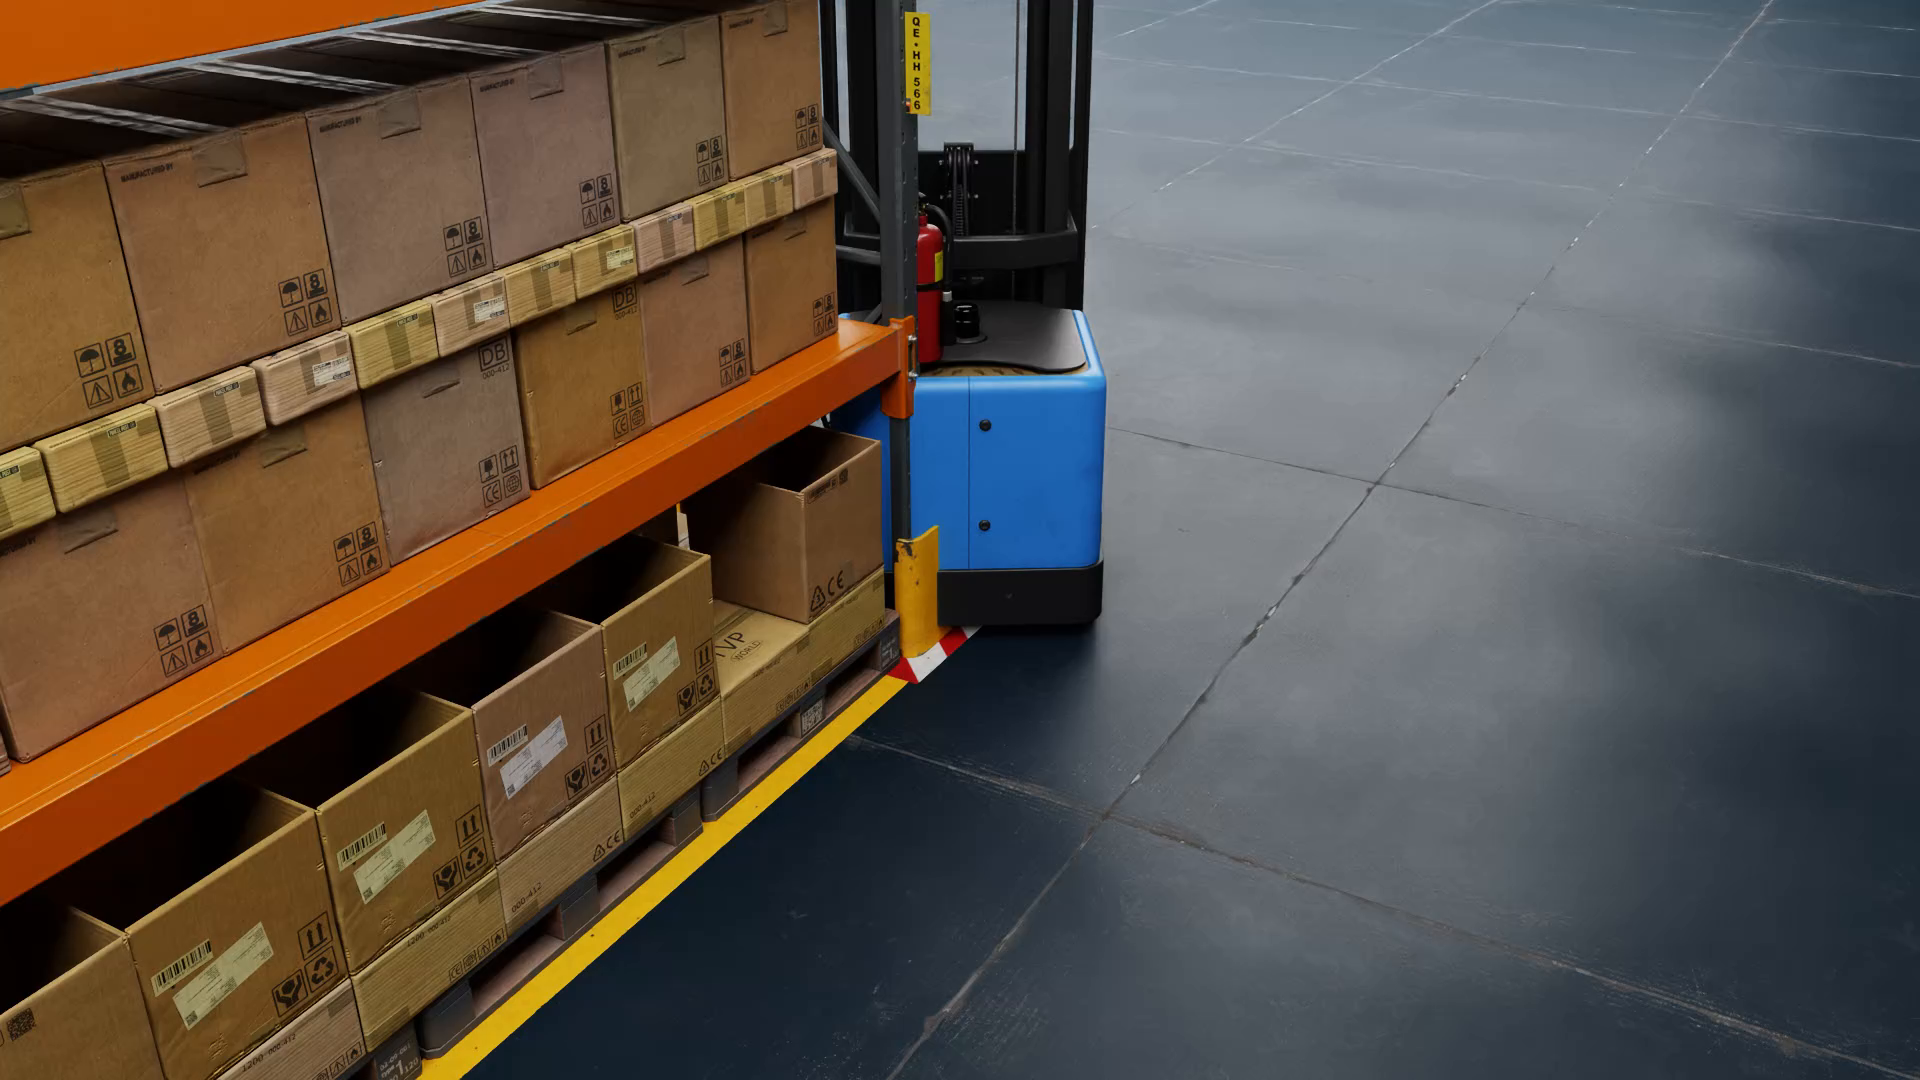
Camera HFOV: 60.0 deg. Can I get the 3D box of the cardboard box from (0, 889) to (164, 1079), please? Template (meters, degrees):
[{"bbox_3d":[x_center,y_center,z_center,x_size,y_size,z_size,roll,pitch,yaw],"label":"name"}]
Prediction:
[{"bbox_3d":[-2.073,1.088,3.491,0.500,0.500,0.500,14,30,26],"label":"cardboard box"}]

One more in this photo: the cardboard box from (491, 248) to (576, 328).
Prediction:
[{"bbox_3d":[-1.264,-0.705,4.470,0.380,0.149,0.250,15,30,27],"label":"cardboard box"}]

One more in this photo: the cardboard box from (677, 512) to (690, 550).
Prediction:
[{"bbox_3d":[-1.064,0.136,6.230,0.500,0.250,0.500,14,30,26],"label":"cardboard box"}]

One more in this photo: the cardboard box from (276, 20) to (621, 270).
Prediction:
[{"bbox_3d":[-1.375,-1.088,4.512,0.700,0.500,0.500,14,30,26],"label":"cardboard box"}]

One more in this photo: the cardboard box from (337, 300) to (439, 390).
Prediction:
[{"bbox_3d":[-1.514,-0.508,4.078,0.380,0.149,0.250,14,30,26],"label":"cardboard box"}]

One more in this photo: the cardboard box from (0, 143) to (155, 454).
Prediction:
[{"bbox_3d":[-2.114,-0.503,3.343,0.700,0.500,0.500,14,30,26],"label":"cardboard box"}]

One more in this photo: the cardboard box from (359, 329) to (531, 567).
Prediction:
[{"bbox_3d":[-1.606,-0.327,4.441,0.700,0.500,0.500,15,30,28],"label":"cardboard box"}]

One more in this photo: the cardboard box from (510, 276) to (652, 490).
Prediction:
[{"bbox_3d":[-1.351,-0.533,4.853,0.700,0.500,0.500,14,30,26],"label":"cardboard box"}]

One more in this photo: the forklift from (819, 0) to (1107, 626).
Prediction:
[{"bbox_3d":[-0.024,-1.591,7.155,1.130,2.935,3.031,-1,27,-2],"label":"forklift"}]

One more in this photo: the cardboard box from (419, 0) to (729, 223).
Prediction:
[{"bbox_3d":[-1.127,-1.285,4.904,0.700,0.500,0.500,13,30,25],"label":"cardboard box"}]

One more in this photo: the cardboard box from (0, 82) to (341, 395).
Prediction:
[{"bbox_3d":[-1.867,-0.698,3.733,0.700,0.500,0.500,14,30,26],"label":"cardboard box"}]

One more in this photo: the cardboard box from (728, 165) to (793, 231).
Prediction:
[{"bbox_3d":[-0.756,-1.107,5.275,0.380,0.149,0.250,15,30,27],"label":"cardboard box"}]

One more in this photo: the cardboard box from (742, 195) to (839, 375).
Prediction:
[{"bbox_3d":[-0.847,-0.931,5.648,0.700,0.500,0.500,14,30,26],"label":"cardboard box"}]

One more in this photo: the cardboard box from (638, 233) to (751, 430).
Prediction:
[{"bbox_3d":[-1.101,-0.726,5.237,0.700,0.500,0.500,15,30,27],"label":"cardboard box"}]

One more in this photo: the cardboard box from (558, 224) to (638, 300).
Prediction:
[{"bbox_3d":[-1.136,-0.808,4.676,0.380,0.149,0.250,15,30,28],"label":"cardboard box"}]

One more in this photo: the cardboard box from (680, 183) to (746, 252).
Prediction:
[{"bbox_3d":[-0.882,-1.008,5.076,0.380,0.149,0.250,14,30,25],"label":"cardboard box"}]

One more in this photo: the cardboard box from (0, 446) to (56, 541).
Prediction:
[{"bbox_3d":[-2.024,-0.103,3.268,0.380,0.149,0.250,13,30,25],"label":"cardboard box"}]

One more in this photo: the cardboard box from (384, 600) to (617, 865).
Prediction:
[{"bbox_3d":[-1.337,0.503,4.660,0.500,0.500,0.500,14,30,26],"label":"cardboard box"}]

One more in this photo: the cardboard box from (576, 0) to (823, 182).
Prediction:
[{"bbox_3d":[-0.873,-1.491,5.316,0.700,0.500,0.500,14,30,26],"label":"cardboard box"}]

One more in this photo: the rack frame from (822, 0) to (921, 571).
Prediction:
[{"bbox_3d":[-0.606,-1.066,6.028,1.000,3.000,0.127,14,30,26],"label":"rack frame"}]

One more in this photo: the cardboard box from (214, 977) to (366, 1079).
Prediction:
[{"bbox_3d":[-1.832,1.227,4.050,0.500,0.250,0.500,14,30,26],"label":"cardboard box"}]

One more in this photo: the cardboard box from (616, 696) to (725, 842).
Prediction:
[{"bbox_3d":[-1.093,0.643,5.217,0.500,0.250,0.500,14,30,26],"label":"cardboard box"}]

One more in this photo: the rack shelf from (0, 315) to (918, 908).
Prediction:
[{"bbox_3d":[-1.590,0.035,4.632,1.077,0.370,4.000,14,30,26],"label":"rack shelf"}]

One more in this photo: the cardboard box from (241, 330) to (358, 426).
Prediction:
[{"bbox_3d":[-1.643,-0.407,3.875,0.380,0.149,0.250,13,30,25],"label":"cardboard box"}]

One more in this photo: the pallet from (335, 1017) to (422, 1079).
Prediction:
[{"bbox_3d":[-2.146,1.439,4.139,1.003,0.211,1.213,14,30,26],"label":"pallet"}]

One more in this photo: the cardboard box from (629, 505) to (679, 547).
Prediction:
[{"bbox_3d":[-1.308,-0.004,5.672,0.500,0.500,0.500,14,30,26],"label":"cardboard box"}]

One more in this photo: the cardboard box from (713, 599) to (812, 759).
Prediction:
[{"bbox_3d":[-0.849,0.448,5.607,0.500,0.250,0.500,14,30,26],"label":"cardboard box"}]

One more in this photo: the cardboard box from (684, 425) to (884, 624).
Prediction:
[{"bbox_3d":[-0.611,-0.085,5.833,0.500,0.500,0.500,14,30,26],"label":"cardboard box"}]

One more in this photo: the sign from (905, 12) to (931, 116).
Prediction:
[{"bbox_3d":[-0.141,-1.565,5.466,0.100,0.325,0.005,14,30,26],"label":"sign"}]

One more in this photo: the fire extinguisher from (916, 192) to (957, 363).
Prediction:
[{"bbox_3d":[-0.144,-0.975,5.933,0.296,0.674,0.183,14,30,26],"label":"fire extinguisher"}]

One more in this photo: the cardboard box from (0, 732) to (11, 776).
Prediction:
[{"bbox_3d":[-2.361,0.274,3.240,0.700,0.500,0.500,13,30,25],"label":"cardboard box"}]

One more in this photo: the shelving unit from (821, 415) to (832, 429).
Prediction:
[{"bbox_3d":[-0.270,-0.190,6.361,0.258,0.900,0.210,-8,33,15],"label":"shelving unit"}]

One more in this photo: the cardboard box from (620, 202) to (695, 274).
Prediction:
[{"bbox_3d":[-1.007,-0.910,4.881,0.380,0.149,0.250,15,30,27],"label":"cardboard box"}]

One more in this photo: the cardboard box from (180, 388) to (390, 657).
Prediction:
[{"bbox_3d":[-1.857,-0.128,4.042,0.700,0.500,0.500,15,30,27],"label":"cardboard box"}]

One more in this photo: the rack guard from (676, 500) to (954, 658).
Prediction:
[{"bbox_3d":[-0.595,0.043,6.606,1.175,0.500,0.348,14,30,26],"label":"rack guard"}]

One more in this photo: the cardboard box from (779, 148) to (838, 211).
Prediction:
[{"bbox_3d":[-0.628,-1.210,5.479,0.380,0.149,0.250,14,30,25],"label":"cardboard box"}]

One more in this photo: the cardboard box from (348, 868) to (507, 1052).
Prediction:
[{"bbox_3d":[-1.581,1.033,4.437,0.500,0.250,0.500,14,30,26],"label":"cardboard box"}]

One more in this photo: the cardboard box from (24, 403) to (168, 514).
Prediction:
[{"bbox_3d":[-1.897,-0.205,3.472,0.380,0.149,0.250,14,30,26],"label":"cardboard box"}]

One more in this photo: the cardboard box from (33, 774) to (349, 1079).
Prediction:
[{"bbox_3d":[-1.834,0.891,3.884,0.500,0.500,0.500,14,30,26],"label":"cardboard box"}]

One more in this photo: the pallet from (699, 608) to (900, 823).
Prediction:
[{"bbox_3d":[-0.946,0.488,6.038,1.003,0.211,1.213,14,30,26],"label":"pallet"}]

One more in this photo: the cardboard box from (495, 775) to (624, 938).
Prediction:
[{"bbox_3d":[-1.340,0.837,4.829,0.500,0.250,0.500,14,30,26],"label":"cardboard box"}]

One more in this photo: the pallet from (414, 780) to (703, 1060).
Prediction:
[{"bbox_3d":[-1.547,0.962,5.092,1.003,0.211,1.213,14,30,26],"label":"pallet"}]

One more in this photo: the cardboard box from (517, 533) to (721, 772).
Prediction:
[{"bbox_3d":[-1.090,0.308,5.048,0.500,0.500,0.500,14,30,26],"label":"cardboard box"}]

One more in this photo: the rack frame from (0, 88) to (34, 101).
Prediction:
[{"bbox_3d":[-4.917,-2.158,8.210,1.000,3.000,0.127,14,30,26],"label":"rack frame"}]

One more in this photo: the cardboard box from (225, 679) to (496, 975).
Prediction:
[{"bbox_3d":[-1.582,0.698,4.269,0.500,0.500,0.500,14,30,26],"label":"cardboard box"}]

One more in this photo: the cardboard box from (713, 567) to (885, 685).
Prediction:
[{"bbox_3d":[-0.613,0.250,6.002,0.500,0.250,0.500,14,30,26],"label":"cardboard box"}]

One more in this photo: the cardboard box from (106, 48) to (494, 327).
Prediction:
[{"bbox_3d":[-1.621,-0.893,4.122,0.700,0.500,0.500,14,30,26],"label":"cardboard box"}]

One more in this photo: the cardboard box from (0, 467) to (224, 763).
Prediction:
[{"bbox_3d":[-2.108,0.067,3.653,0.700,0.500,0.500,14,30,26],"label":"cardboard box"}]

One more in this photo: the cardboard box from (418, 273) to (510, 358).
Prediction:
[{"bbox_3d":[-1.390,-0.605,4.271,0.380,0.149,0.250,14,30,25],"label":"cardboard box"}]

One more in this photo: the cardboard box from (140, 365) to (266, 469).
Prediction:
[{"bbox_3d":[-1.772,-0.302,3.666,0.380,0.149,0.250,13,29,24],"label":"cardboard box"}]

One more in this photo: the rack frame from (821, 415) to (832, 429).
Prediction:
[{"bbox_3d":[-0.285,-0.132,6.279,0.240,0.900,0.006,-8,33,15],"label":"rack frame"}]
